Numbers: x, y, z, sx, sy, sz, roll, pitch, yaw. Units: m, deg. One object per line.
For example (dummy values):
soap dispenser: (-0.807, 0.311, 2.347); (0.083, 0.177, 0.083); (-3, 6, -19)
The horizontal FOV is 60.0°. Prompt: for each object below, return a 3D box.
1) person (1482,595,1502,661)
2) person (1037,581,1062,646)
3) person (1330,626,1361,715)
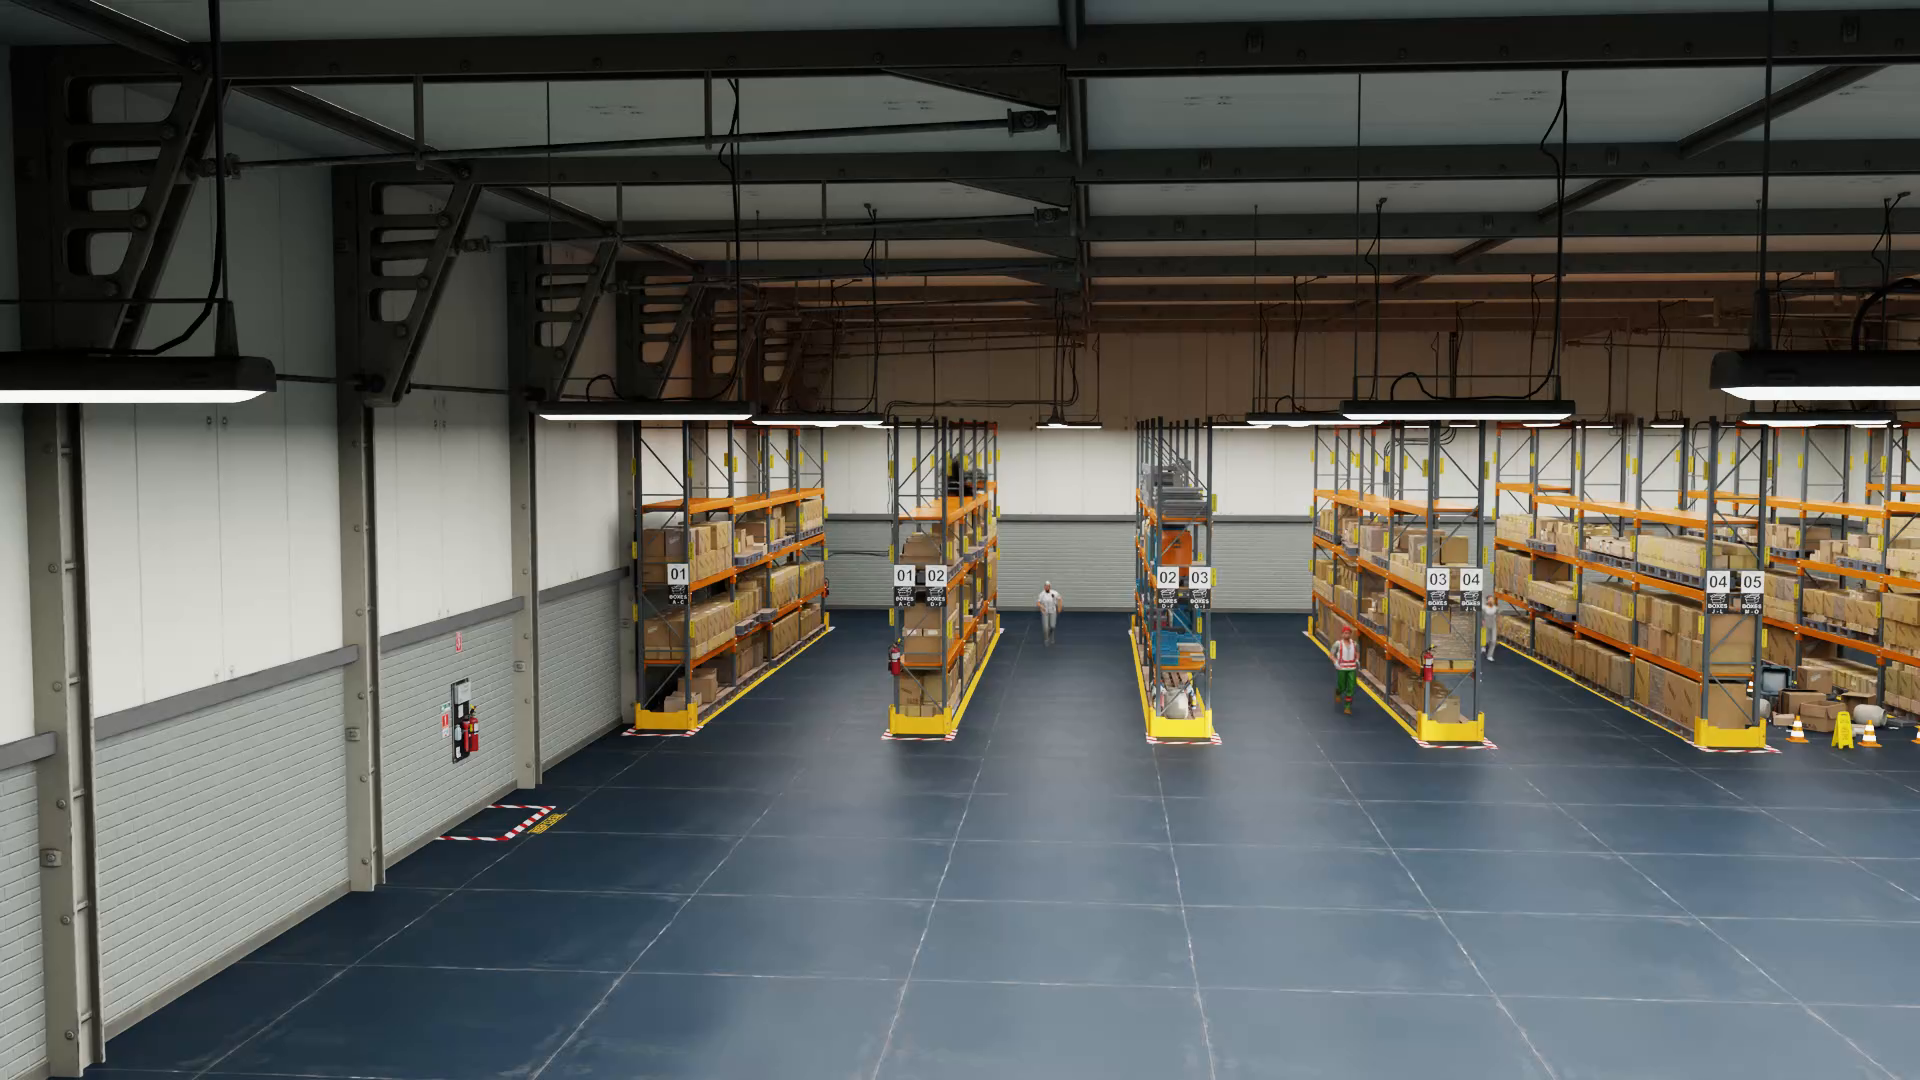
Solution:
person: (13.318, 2.194, 41.755); (0.580, 1.624, 0.699); (0, 4, 4)
person: (2.269, 1.873, 42.244); (0.632, 1.646, 0.618); (0, 4, 7)
person: (7.867, 2.634, 33.877); (0.654, 1.759, 0.814); (0, 4, -4)
